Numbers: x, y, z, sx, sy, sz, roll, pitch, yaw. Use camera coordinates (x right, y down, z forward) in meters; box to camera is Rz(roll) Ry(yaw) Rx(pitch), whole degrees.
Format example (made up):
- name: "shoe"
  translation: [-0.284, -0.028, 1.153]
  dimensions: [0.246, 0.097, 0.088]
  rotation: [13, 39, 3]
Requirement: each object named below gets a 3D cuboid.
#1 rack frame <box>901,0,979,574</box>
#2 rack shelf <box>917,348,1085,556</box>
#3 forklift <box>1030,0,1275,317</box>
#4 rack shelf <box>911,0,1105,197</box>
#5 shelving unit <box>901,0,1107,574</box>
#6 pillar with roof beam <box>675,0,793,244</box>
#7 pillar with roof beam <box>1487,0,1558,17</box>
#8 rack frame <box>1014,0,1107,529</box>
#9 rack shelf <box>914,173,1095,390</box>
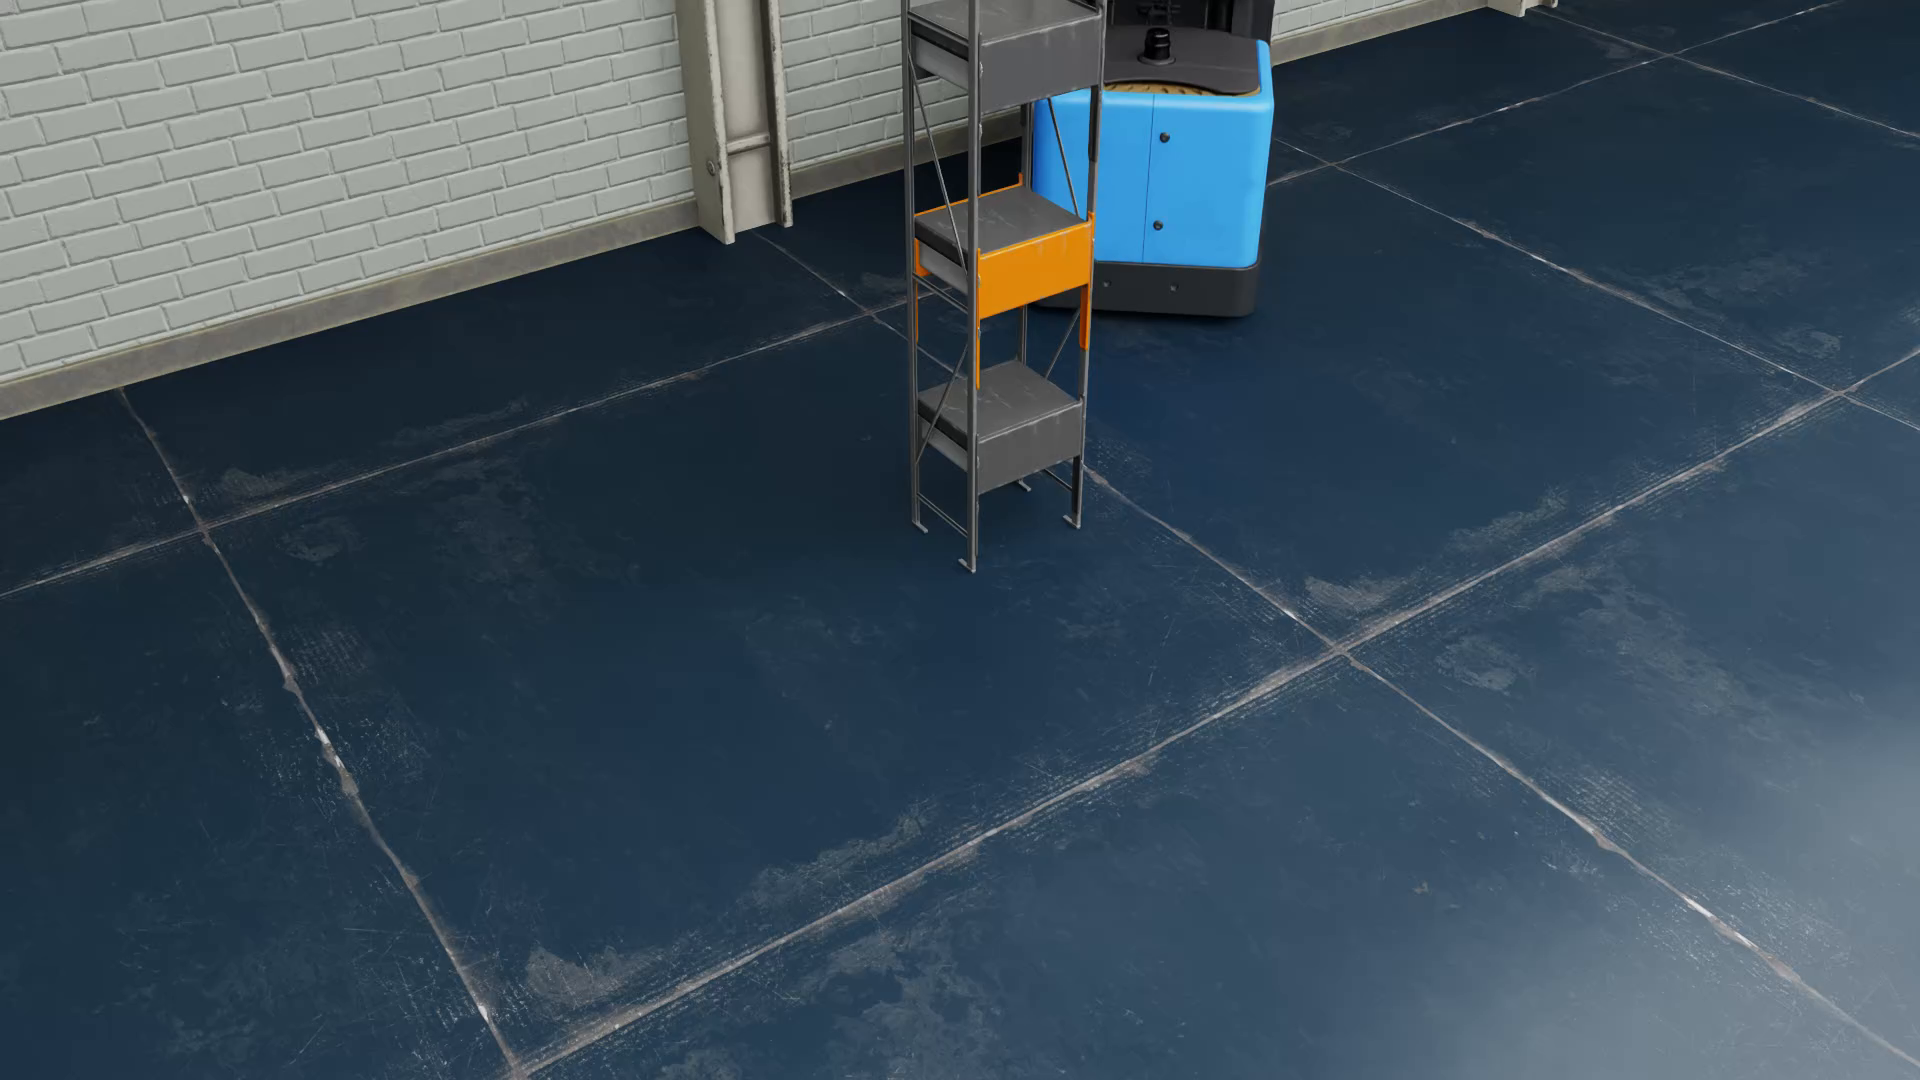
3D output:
- name: "rack frame"
  translation: [-0.064, -0.826, 5.600]
  dimensions: [0.015, 2.100, 0.400]
  rotation: [-22, 41, -28]
- name: "rack shelf"
  translation: [0.135, -0.329, 6.131]
  dimensions: [0.480, 0.518, 0.431]
  rotation: [-22, 41, -28]
- name: "forklift"
  translation: [0.991, -3.048, 7.977]
  dimensions: [1.130, 2.935, 3.031]
  rotation: [4, 36, 5]
- name: "rack shelf"
  translation: [0.135, -1.465, 5.314]
  dimensions: [0.480, 0.518, 0.431]
  rotation: [-22, 41, -28]
- name: "shelving unit"
  translation: [0.135, -0.908, 5.714]
  dimensions: [0.503, 2.100, 0.431]
  rotation: [-22, 41, -28]
- name: "pillar with roof beam"
  translation: [1.383, -3.213, 3.010]
  dimensions: [0.400, 9.000, 9.100]
  rotation: [-22, 41, -28]
- name: "pillar with roof beam"
  translation: [6.287, -5.231, 5.816]
  dimensions: [0.400, 9.000, 9.100]
  rotation: [-22, 41, -28]
- name: "rack frame"
  translation: [0.335, -0.990, 5.828]
  dimensions: [0.015, 2.100, 0.400]
  rotation: [-22, 41, -28]
- name: "rack shelf"
  translation: [0.135, -0.897, 5.722]
  dimensions: [0.480, 0.518, 0.431]
  rotation: [-22, 41, -28]
